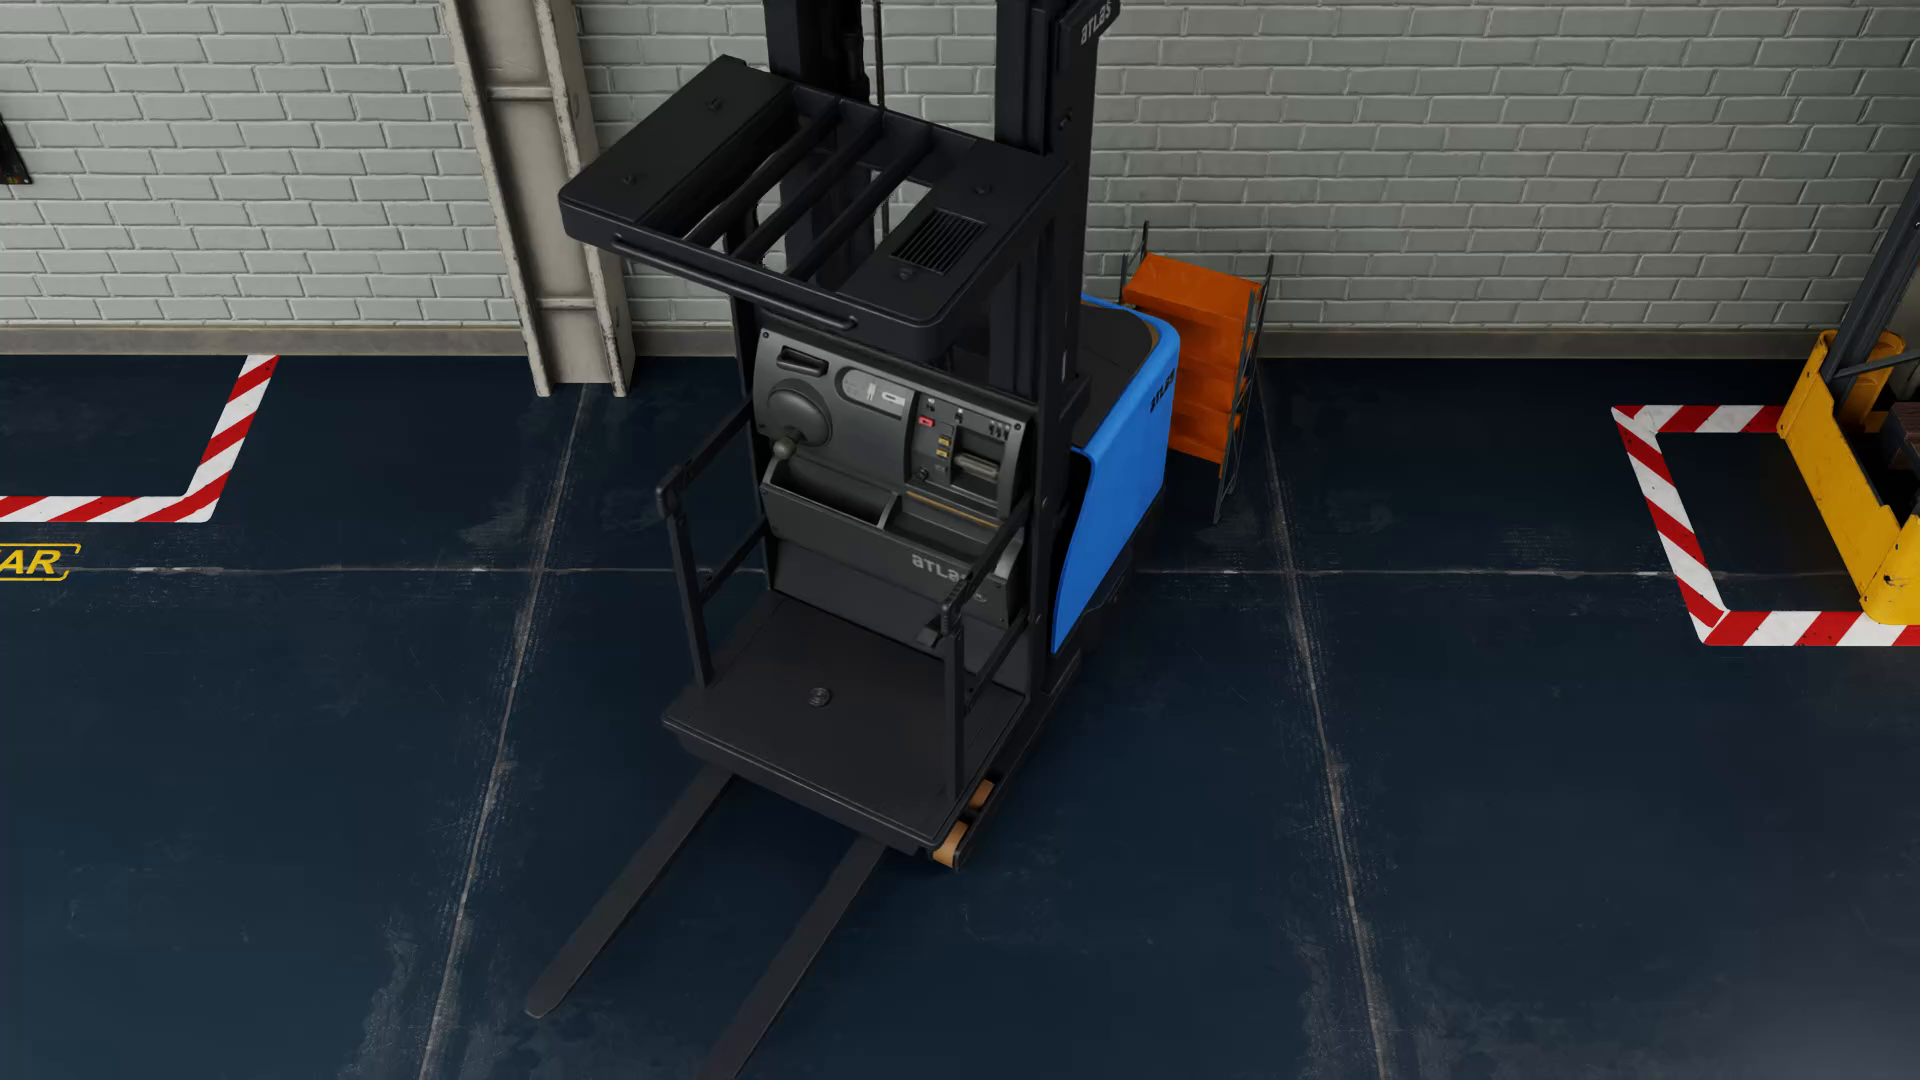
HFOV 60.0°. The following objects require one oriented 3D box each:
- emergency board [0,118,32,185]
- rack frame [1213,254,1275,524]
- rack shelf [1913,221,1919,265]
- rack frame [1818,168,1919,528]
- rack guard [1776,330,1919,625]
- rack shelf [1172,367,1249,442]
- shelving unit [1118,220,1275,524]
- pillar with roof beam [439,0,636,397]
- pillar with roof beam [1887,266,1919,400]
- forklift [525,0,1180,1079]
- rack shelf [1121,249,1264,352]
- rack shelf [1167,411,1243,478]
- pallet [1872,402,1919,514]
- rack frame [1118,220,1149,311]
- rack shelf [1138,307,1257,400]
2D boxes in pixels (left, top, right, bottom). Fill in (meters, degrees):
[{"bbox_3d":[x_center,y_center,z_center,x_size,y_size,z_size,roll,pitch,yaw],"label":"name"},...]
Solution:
[{"bbox_3d":[-4.138,-1.804,6.380,0.643,1.169,0.194,0,47,0],"label":"emergency board"},{"bbox_3d":[1.094,-0.557,6.448,0.015,1.200,0.240,19,50,17],"label":"rack frame"},{"bbox_3d":[5.629,-0.871,6.003,4.000,0.370,1.077,0,47,0],"label":"rack shelf"},{"bbox_3d":[3.629,-1.121,5.745,0.127,3.000,1.000,0,47,0],"label":"rack frame"},{"bbox_3d":[3.705,-0.269,6.659,0.348,0.500,1.175,0,47,0],"label":"rack guard"},{"bbox_3d":[0.873,-0.586,6.568,0.480,0.148,0.258,19,50,17],"label":"rack shelf"},{"bbox_3d":[0.873,-0.632,6.518,0.503,1.200,0.258,19,50,17],"label":"shelving unit"},{"bbox_3d":[-1.683,-0.662,1.218,0.400,9.000,9.100,0,47,0],"label":"pillar with roof beam"},{"bbox_3d":[4.317,-0.645,1.203,0.400,9.000,9.100,0,47,0],"label":"pillar with roof beam"},{"bbox_3d":[-0.328,-0.262,4.992,1.130,2.935,3.031,21,51,19],"label":"forklift"},{"bbox_3d":[0.873,-0.900,6.231,0.480,0.148,0.258,19,50,17],"label":"rack shelf"},{"bbox_3d":[0.873,-0.451,6.713,0.480,0.148,0.258,19,50,17],"label":"rack shelf"},{"bbox_3d":[4.518,-0.143,6.739,1.213,0.211,1.003,0,47,0],"label":"pallet"},{"bbox_3d":[0.652,-0.707,6.589,0.015,1.200,0.240,19,50,17],"label":"rack frame"},{"bbox_3d":[0.873,-0.738,6.404,0.480,0.148,0.258,19,50,17],"label":"rack shelf"}]
